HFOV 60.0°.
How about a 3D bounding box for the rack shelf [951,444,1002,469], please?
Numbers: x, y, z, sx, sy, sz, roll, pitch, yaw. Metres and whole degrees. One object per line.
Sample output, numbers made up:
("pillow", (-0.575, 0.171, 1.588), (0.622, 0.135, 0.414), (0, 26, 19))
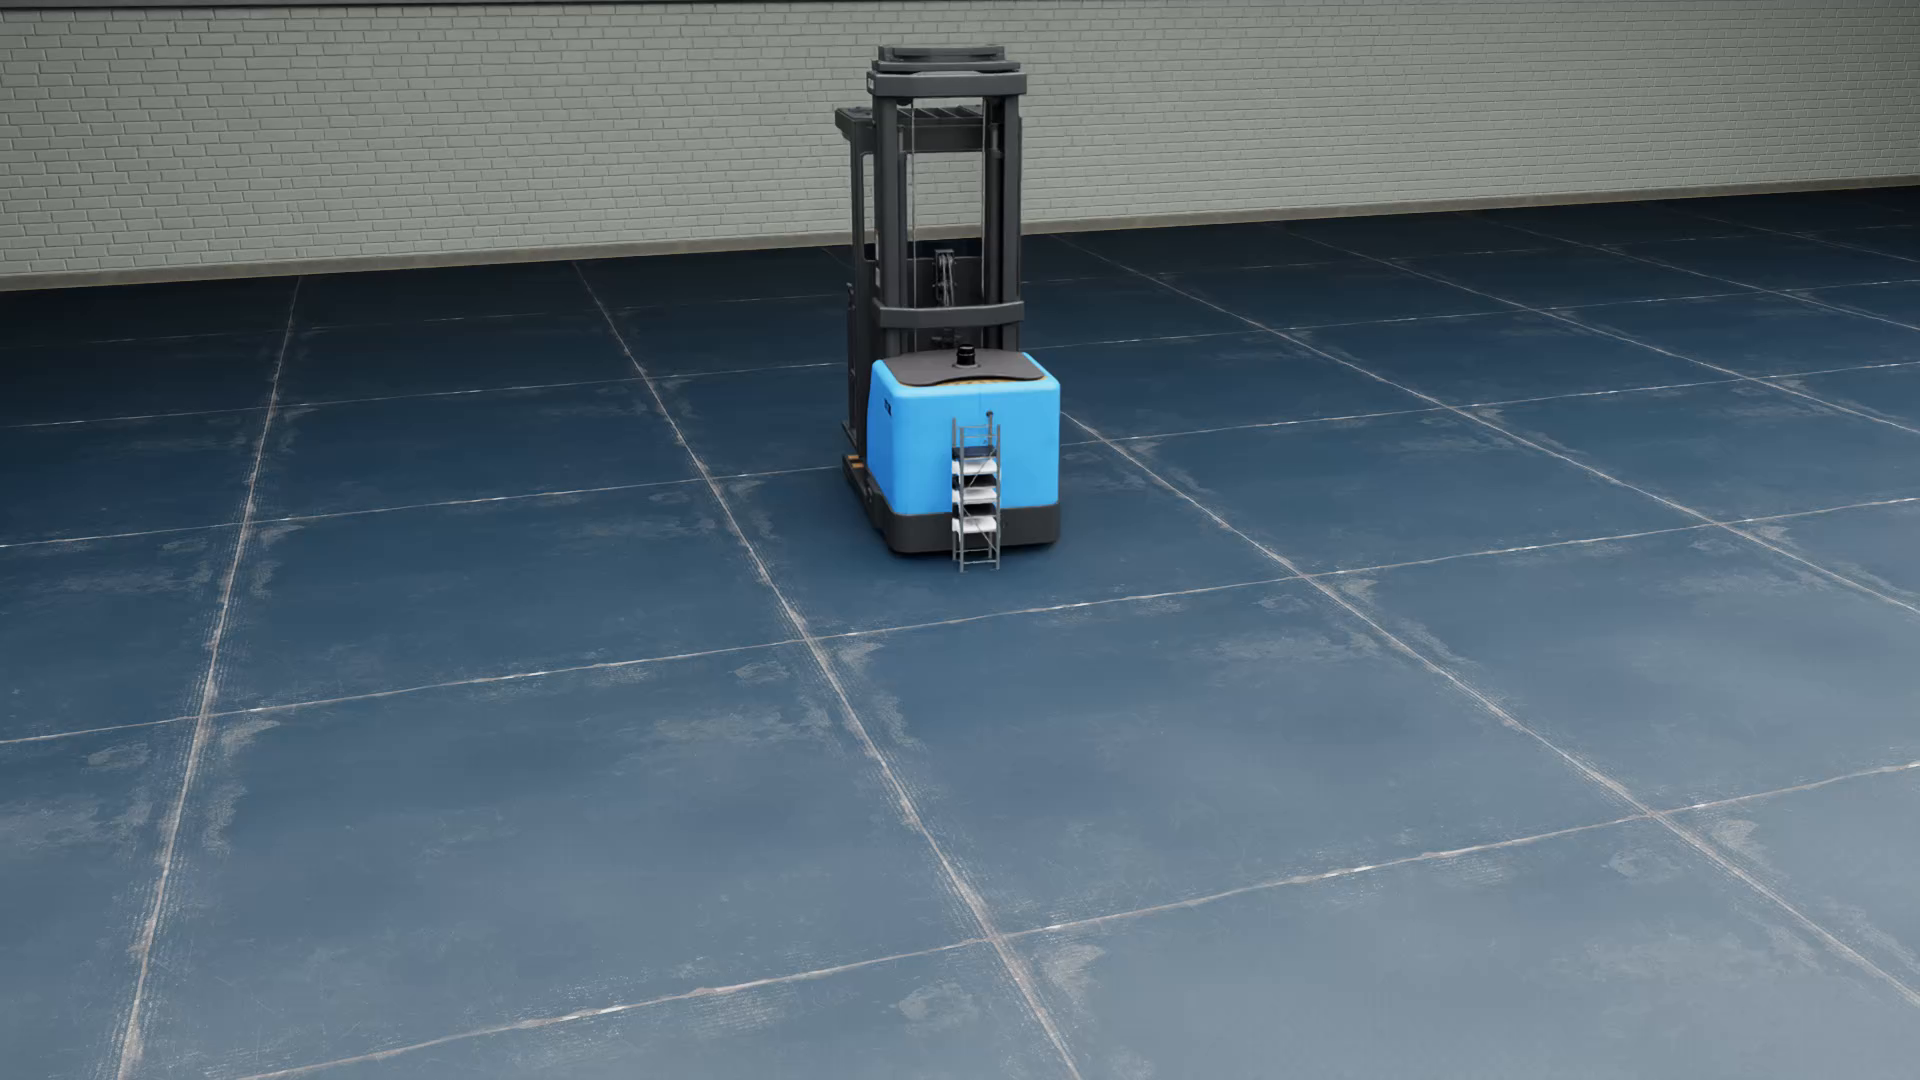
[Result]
("rack shelf", (0.096, -0.491, 9.753), (0.258, 0.077, 0.200), (-4, 20, -12))

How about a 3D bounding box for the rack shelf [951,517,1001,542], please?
("rack shelf", (0.096, -0.068, 9.905), (0.258, 0.077, 0.200), (-4, 20, -12))

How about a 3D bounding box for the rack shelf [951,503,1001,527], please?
("rack shelf", (0.096, -0.153, 9.875), (0.258, 0.077, 0.200), (-4, 20, -12))

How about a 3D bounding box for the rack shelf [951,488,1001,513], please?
("rack shelf", (0.096, -0.237, 9.845), (0.258, 0.077, 0.200), (-4, 20, -12))

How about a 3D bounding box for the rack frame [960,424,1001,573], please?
("rack frame", (0.118, -0.235, 9.740), (0.240, 0.900, 0.006), (-4, 20, -12))

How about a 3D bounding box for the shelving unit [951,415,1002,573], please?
("shelving unit", (0.096, -0.269, 9.833), (0.258, 0.900, 0.210), (-4, 20, -12))

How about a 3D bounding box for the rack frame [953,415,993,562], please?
("rack frame", (0.074, -0.302, 9.927), (0.240, 0.900, 0.006), (-4, 20, -12))

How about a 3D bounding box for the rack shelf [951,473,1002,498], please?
("rack shelf", (0.096, -0.322, 9.814), (0.258, 0.077, 0.200), (-4, 20, -12))

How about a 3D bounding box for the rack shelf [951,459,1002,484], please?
("rack shelf", (0.096, -0.407, 9.784), (0.258, 0.077, 0.200), (-4, 20, -12))

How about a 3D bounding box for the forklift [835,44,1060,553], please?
("forklift", (-0.202, -1.764, 10.992), (1.130, 2.935, 3.031), (-4, 20, -12))
